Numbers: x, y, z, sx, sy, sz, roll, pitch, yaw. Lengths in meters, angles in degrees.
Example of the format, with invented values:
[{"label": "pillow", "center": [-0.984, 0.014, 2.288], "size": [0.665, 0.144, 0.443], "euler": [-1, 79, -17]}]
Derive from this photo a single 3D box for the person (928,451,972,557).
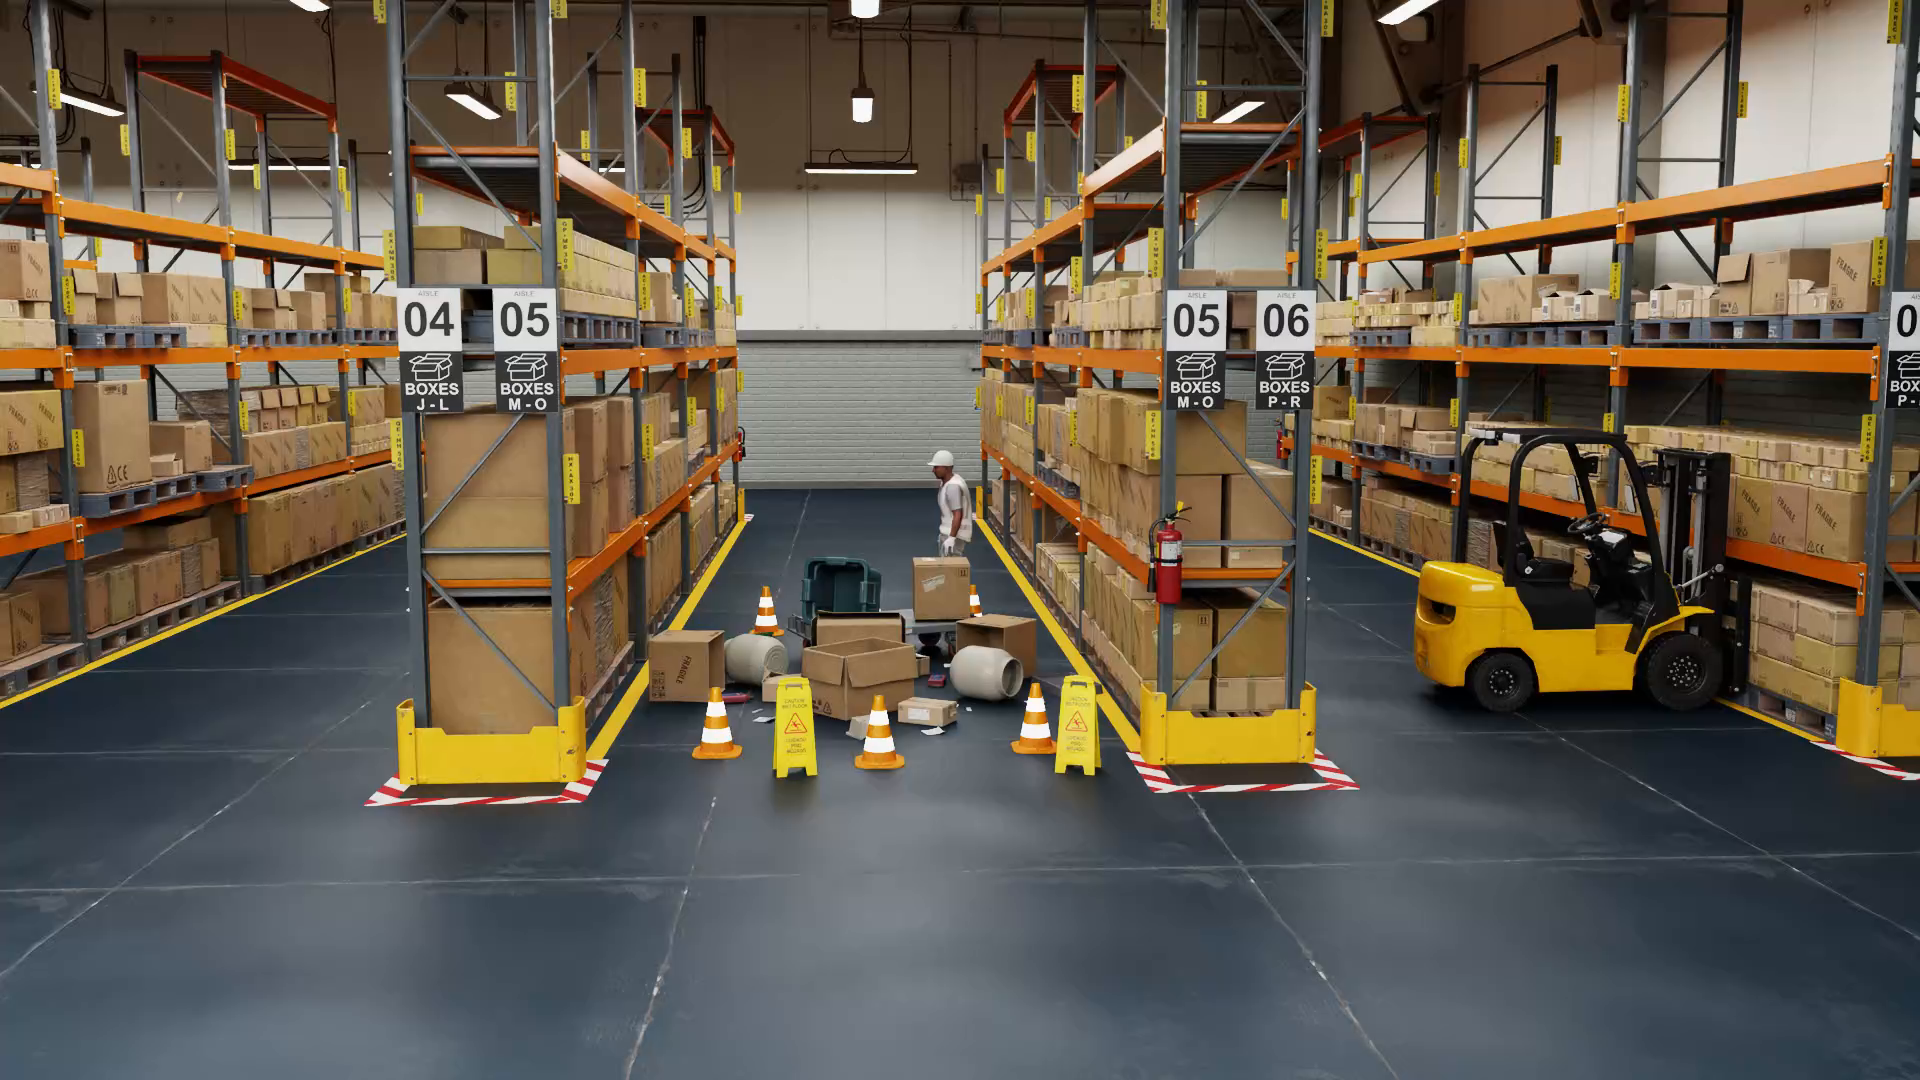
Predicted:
[{"label": "person", "center": [-0.107, -0.023, 16.890], "size": [0.447, 1.774, 0.616], "euler": [-1, 7, -7]}]
